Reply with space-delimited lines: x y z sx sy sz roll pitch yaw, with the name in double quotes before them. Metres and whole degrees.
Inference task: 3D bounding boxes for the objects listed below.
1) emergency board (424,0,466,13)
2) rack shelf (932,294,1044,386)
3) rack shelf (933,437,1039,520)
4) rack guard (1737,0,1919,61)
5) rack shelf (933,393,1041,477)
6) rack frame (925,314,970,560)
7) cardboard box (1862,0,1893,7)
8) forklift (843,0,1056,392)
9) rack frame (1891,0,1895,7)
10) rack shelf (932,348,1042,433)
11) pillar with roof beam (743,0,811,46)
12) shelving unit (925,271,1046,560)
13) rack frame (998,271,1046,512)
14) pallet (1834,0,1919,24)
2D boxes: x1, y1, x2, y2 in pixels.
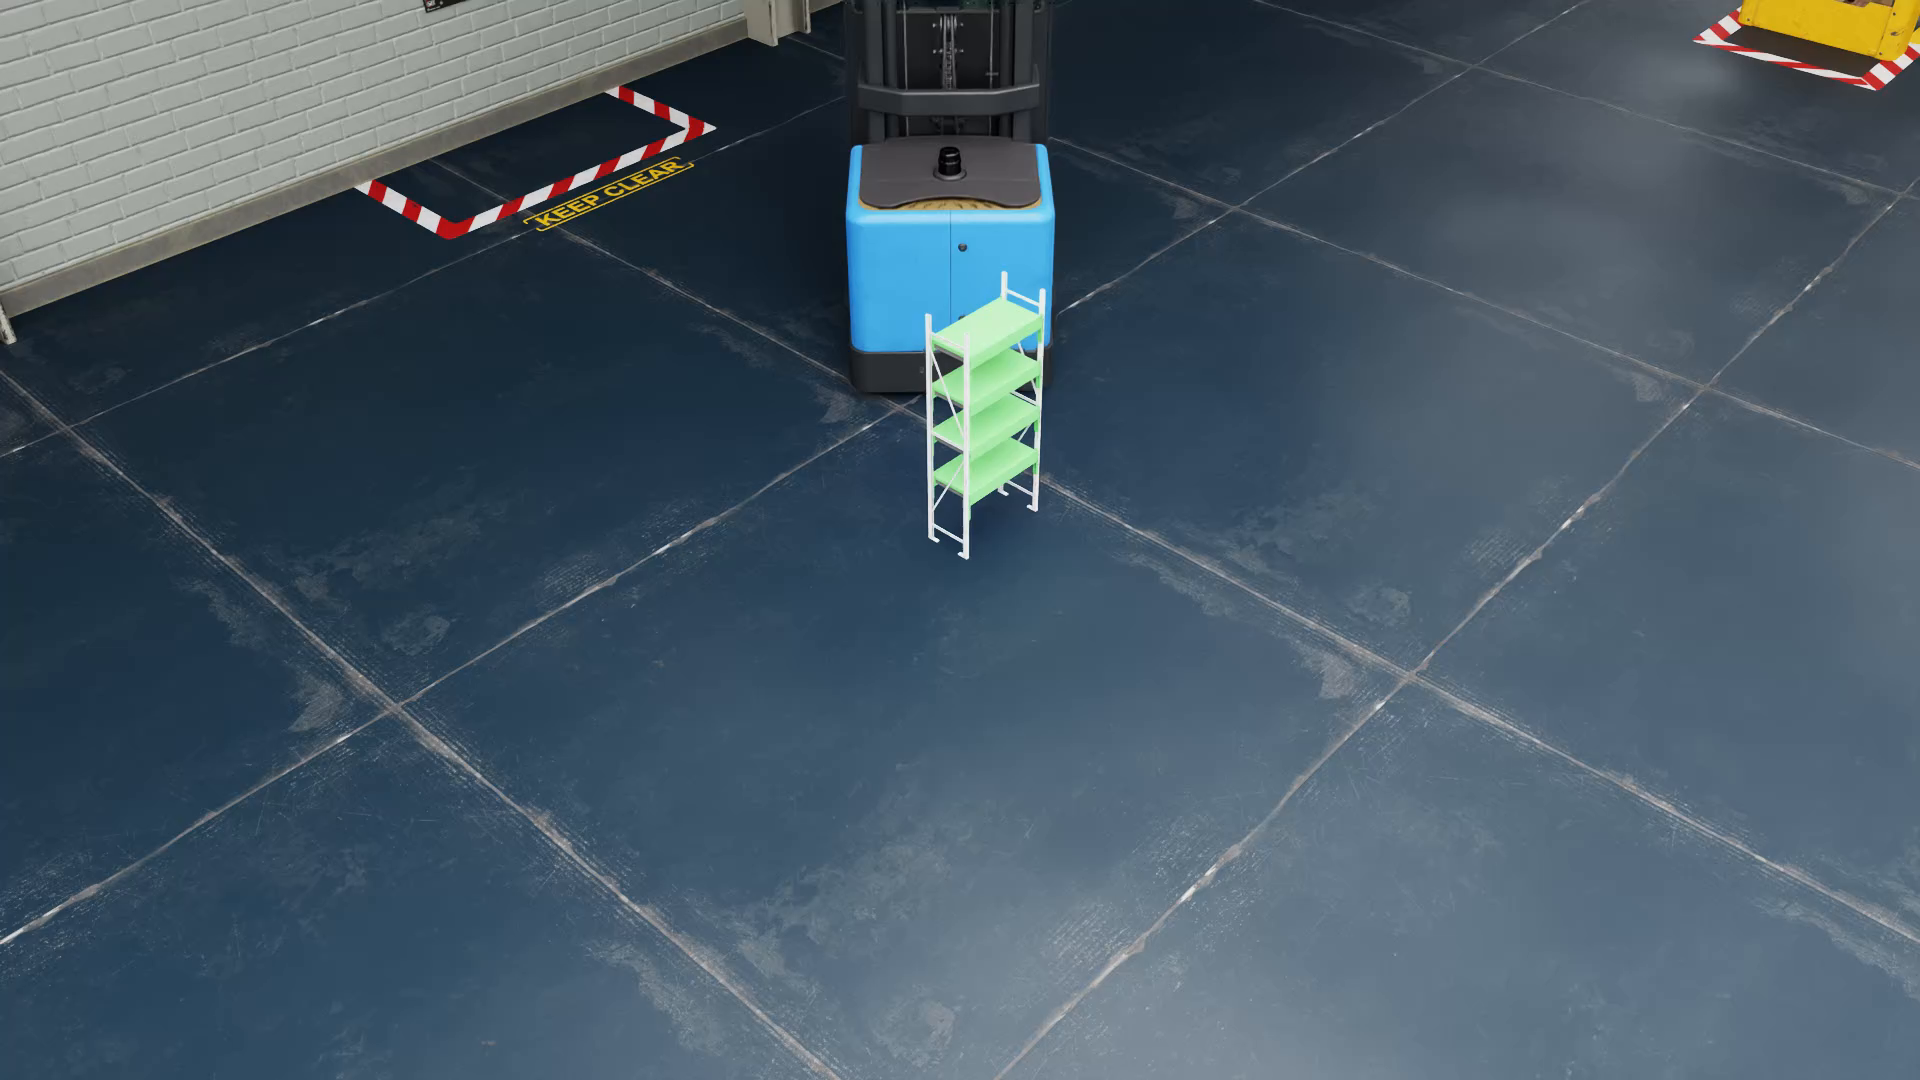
"emergency board" -3.086 -3.883 10.223 0.157 1.169 0.626 30 47 32
"rack shelf" 0.112 -0.871 7.213 0.258 0.148 0.480 30 47 32
"rack shelf" 0.112 -0.308 7.661 0.258 0.148 0.480 30 47 32
"rack guard" 6.486 -4.002 12.382 1.175 0.500 0.348 30 47 32
"rack shelf" 0.112 -0.496 7.512 0.258 0.148 0.480 30 47 32
"rack frame" -0.053 -0.434 7.331 0.240 1.200 0.015 30 47 32
"cardboard box" 7.028 -4.233 12.535 0.500 0.250 0.500 30 47 32
"forklift" -0.068 -2.799 8.916 1.130 2.935 3.031 -1 38 -1
"rack frame" 6.502 -4.992 11.618 1.000 3.000 0.127 30 47 32
"rack shelf" 0.112 -0.684 7.363 0.258 0.148 0.480 30 47 32
"pillar with roof beam" 1.807 -5.539 7.485 9.100 9.000 0.400 30 47 32
"shelving unit" 0.112 -0.546 7.472 0.258 1.200 0.503 30 47 32
"rack frame" 0.276 -0.658 7.613 0.240 1.200 0.015 30 47 32
"pallet" 6.987 -4.269 12.949 1.003 0.211 1.213 30 47 32
